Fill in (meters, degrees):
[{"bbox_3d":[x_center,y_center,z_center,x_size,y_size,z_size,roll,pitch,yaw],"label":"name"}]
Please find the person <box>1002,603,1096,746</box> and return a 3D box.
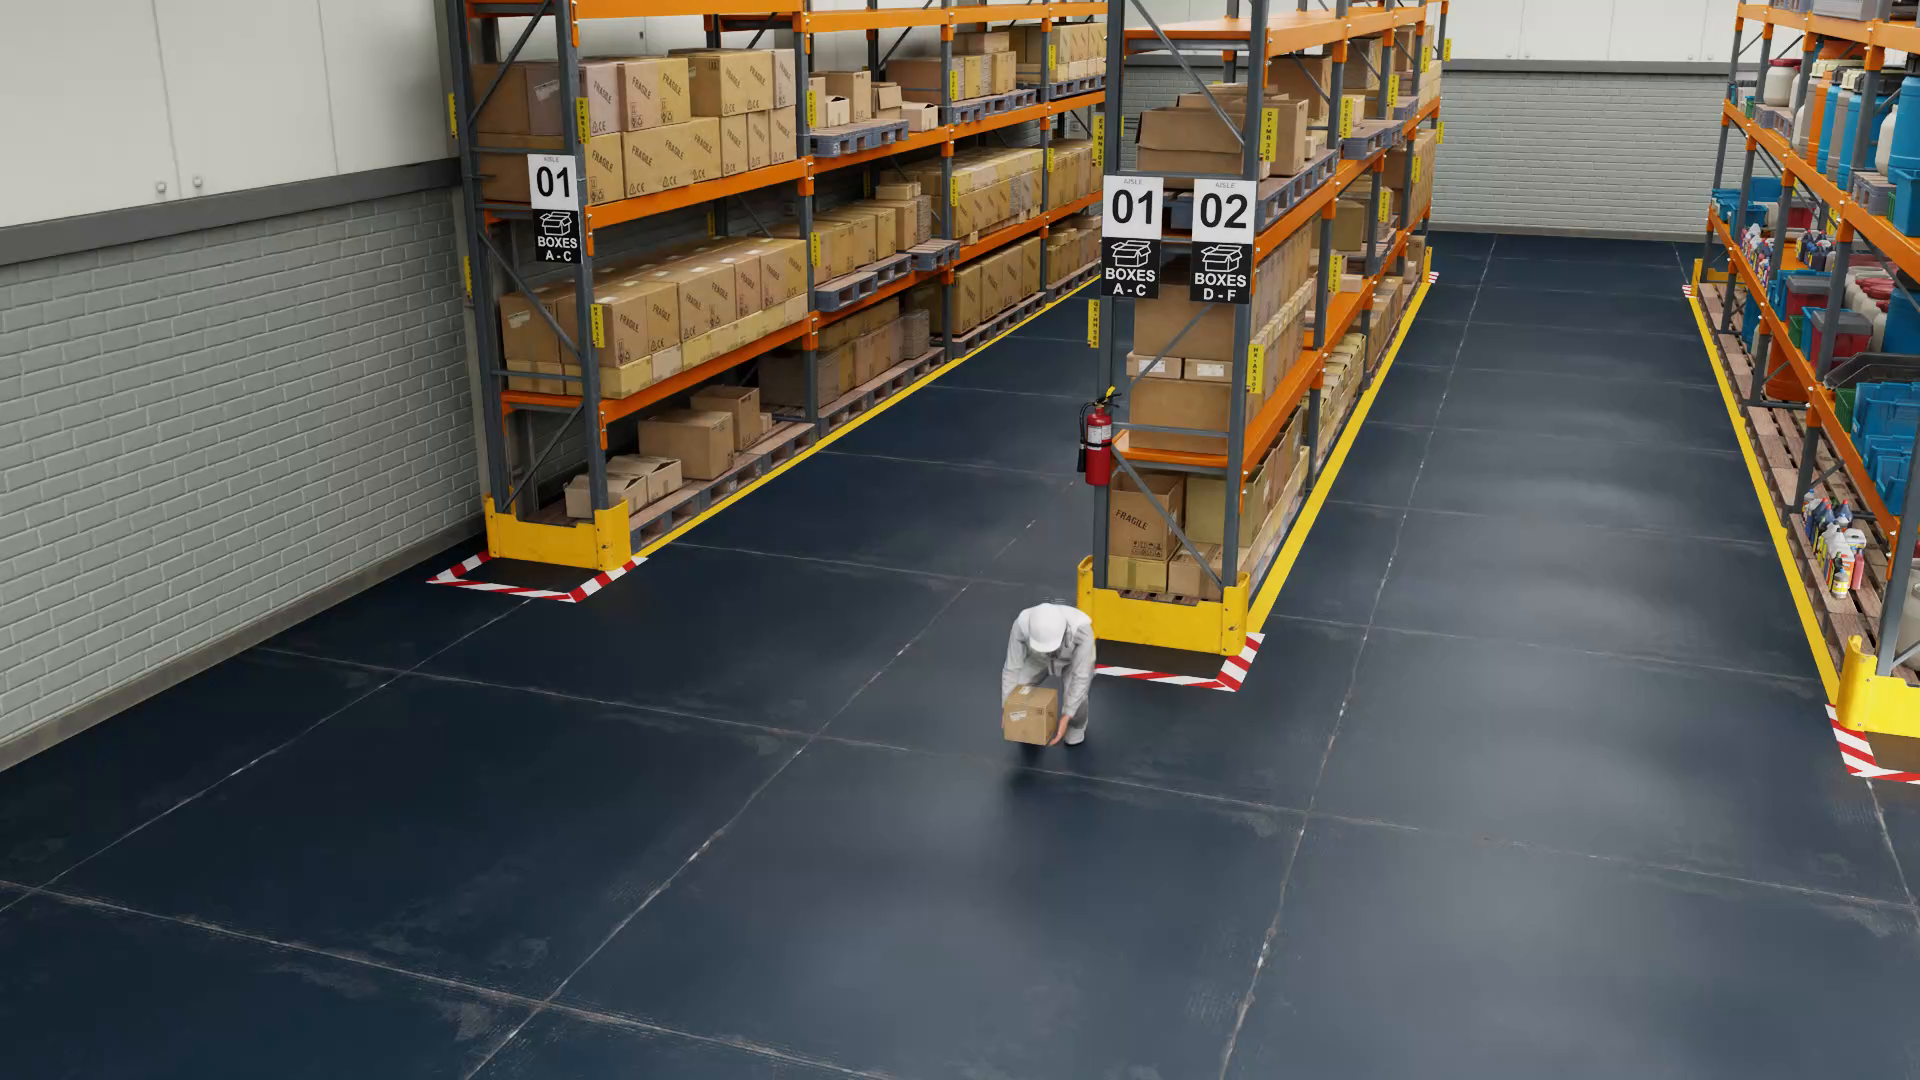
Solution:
[{"bbox_3d":[0.563,0.750,9.976,0.530,1.019,0.870,6,20,18],"label":"person"}]
